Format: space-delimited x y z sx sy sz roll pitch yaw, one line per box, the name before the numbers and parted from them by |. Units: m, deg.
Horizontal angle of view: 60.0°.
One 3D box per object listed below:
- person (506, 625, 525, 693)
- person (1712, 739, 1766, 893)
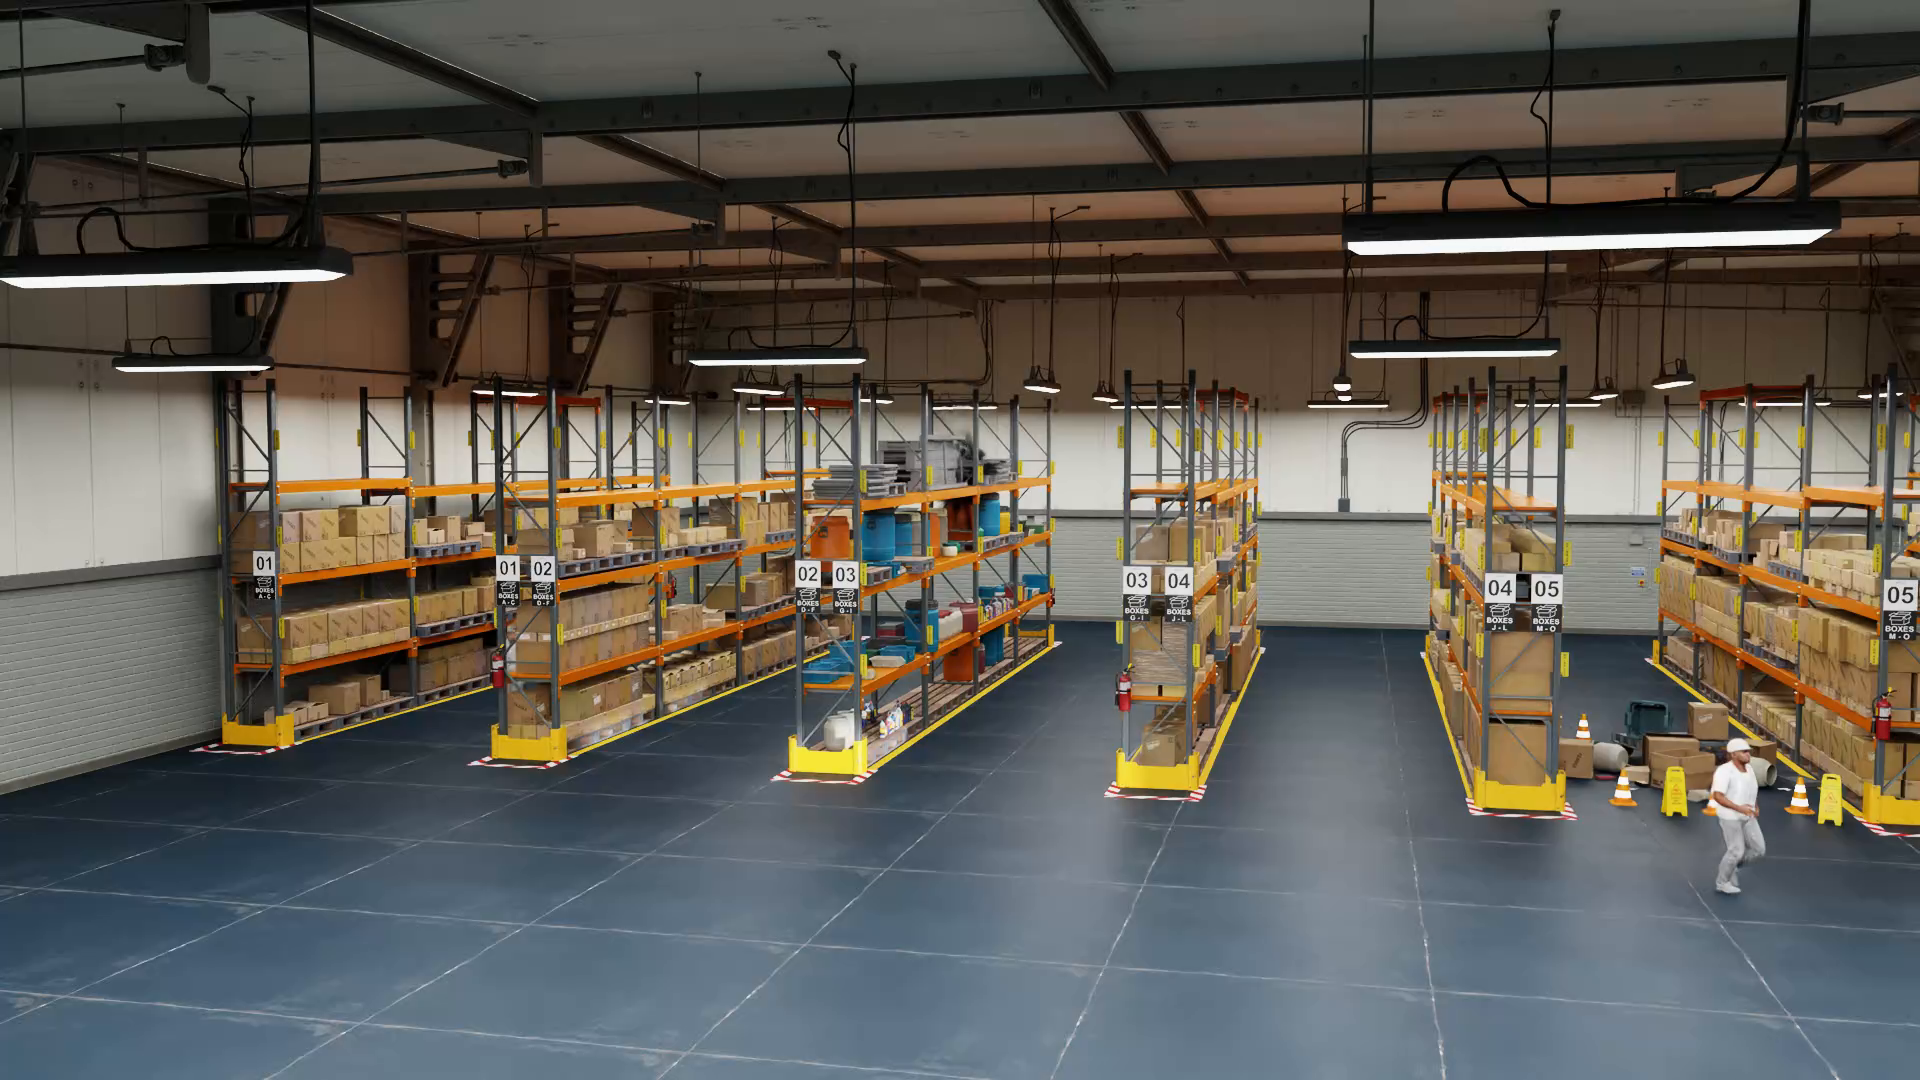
person | -7.875 2.375 29.382 0.653 1.758 0.647 0 3 8
person | 8.574 3.035 18.230 0.746 1.724 0.593 -2 4 -28
